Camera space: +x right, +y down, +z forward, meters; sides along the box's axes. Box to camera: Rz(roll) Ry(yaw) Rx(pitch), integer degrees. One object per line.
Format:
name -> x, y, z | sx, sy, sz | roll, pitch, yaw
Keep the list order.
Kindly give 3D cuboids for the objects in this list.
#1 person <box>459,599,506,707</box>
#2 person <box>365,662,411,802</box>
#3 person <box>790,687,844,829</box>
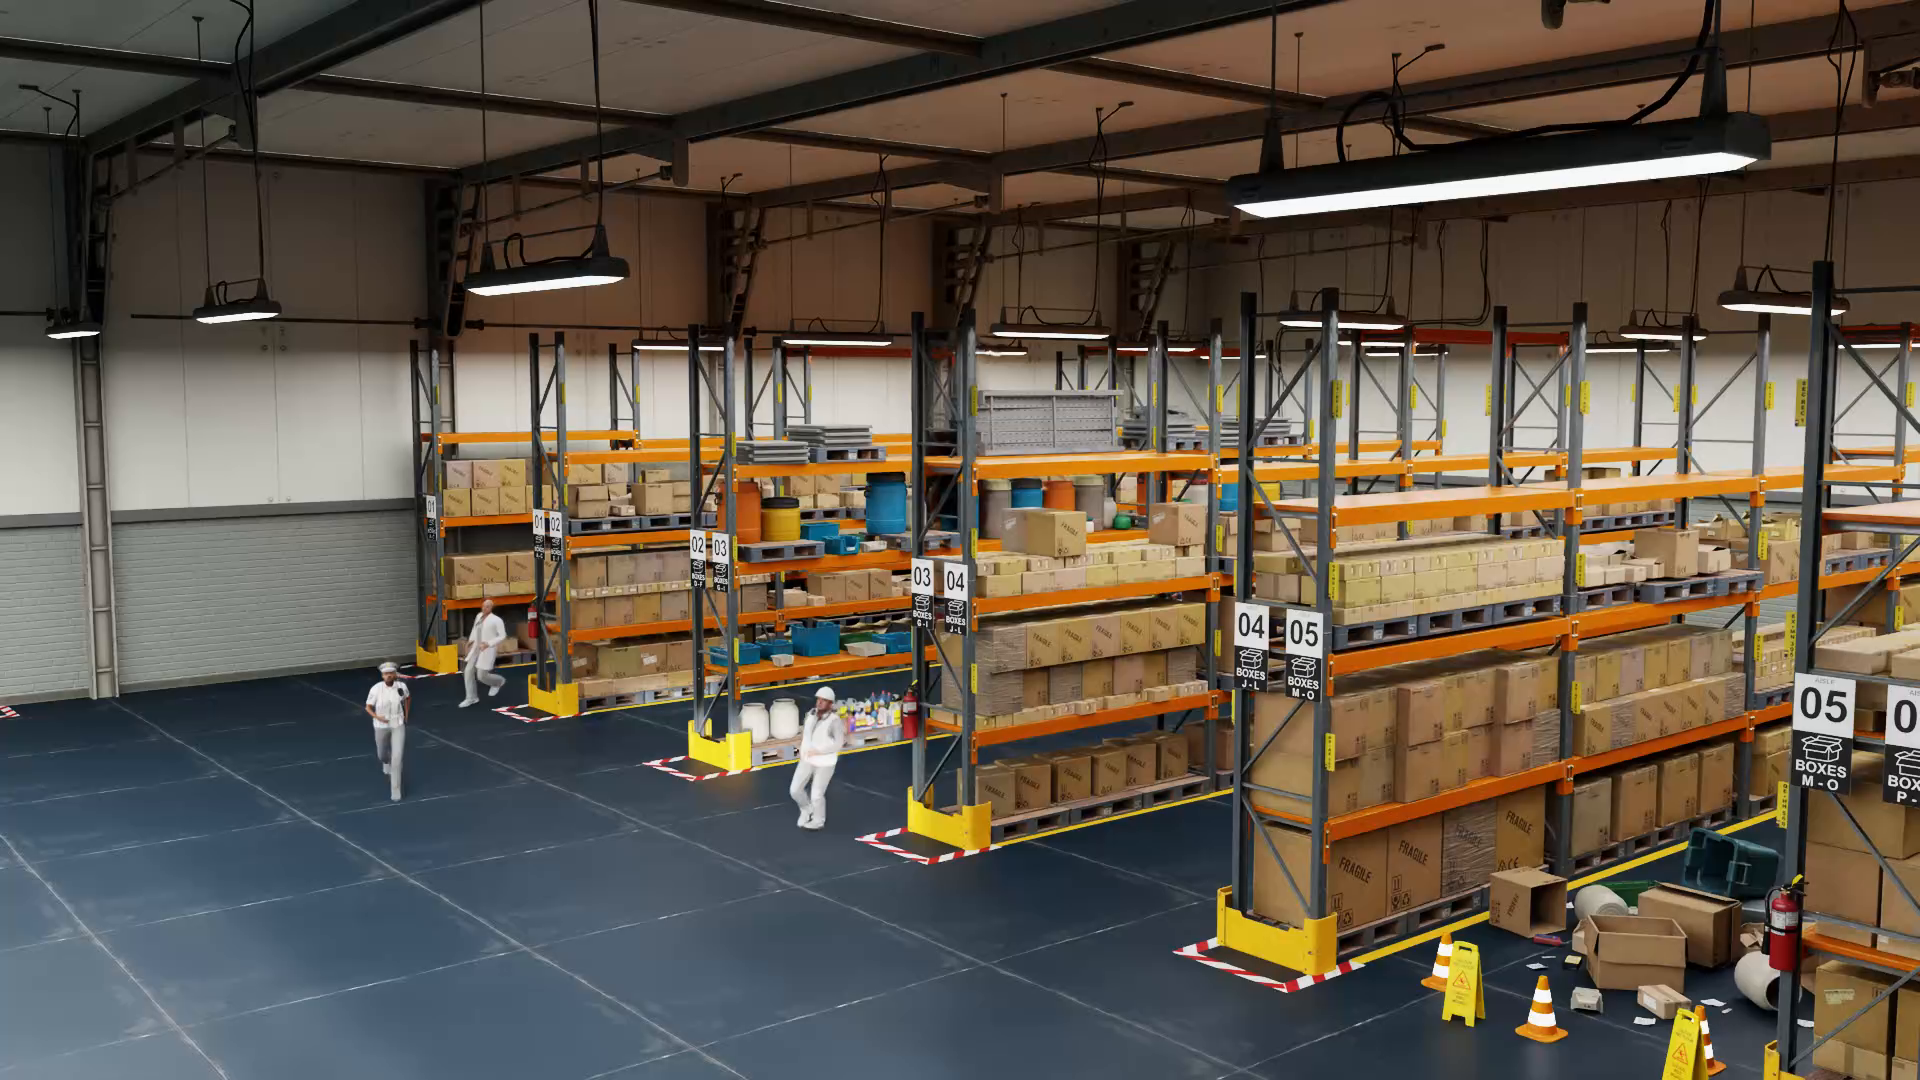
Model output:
person -> -7.669, 1.823, 27.010 | 0.755, 1.748, 0.842 | 3, 6, 29
person -> -7.267, 2.387, 21.160 | 0.545, 1.697, 1.091 | -2, 6, -16
person -> -1.622, 2.528, 19.161 | 0.690, 1.710, 0.594 | 3, 6, 29
